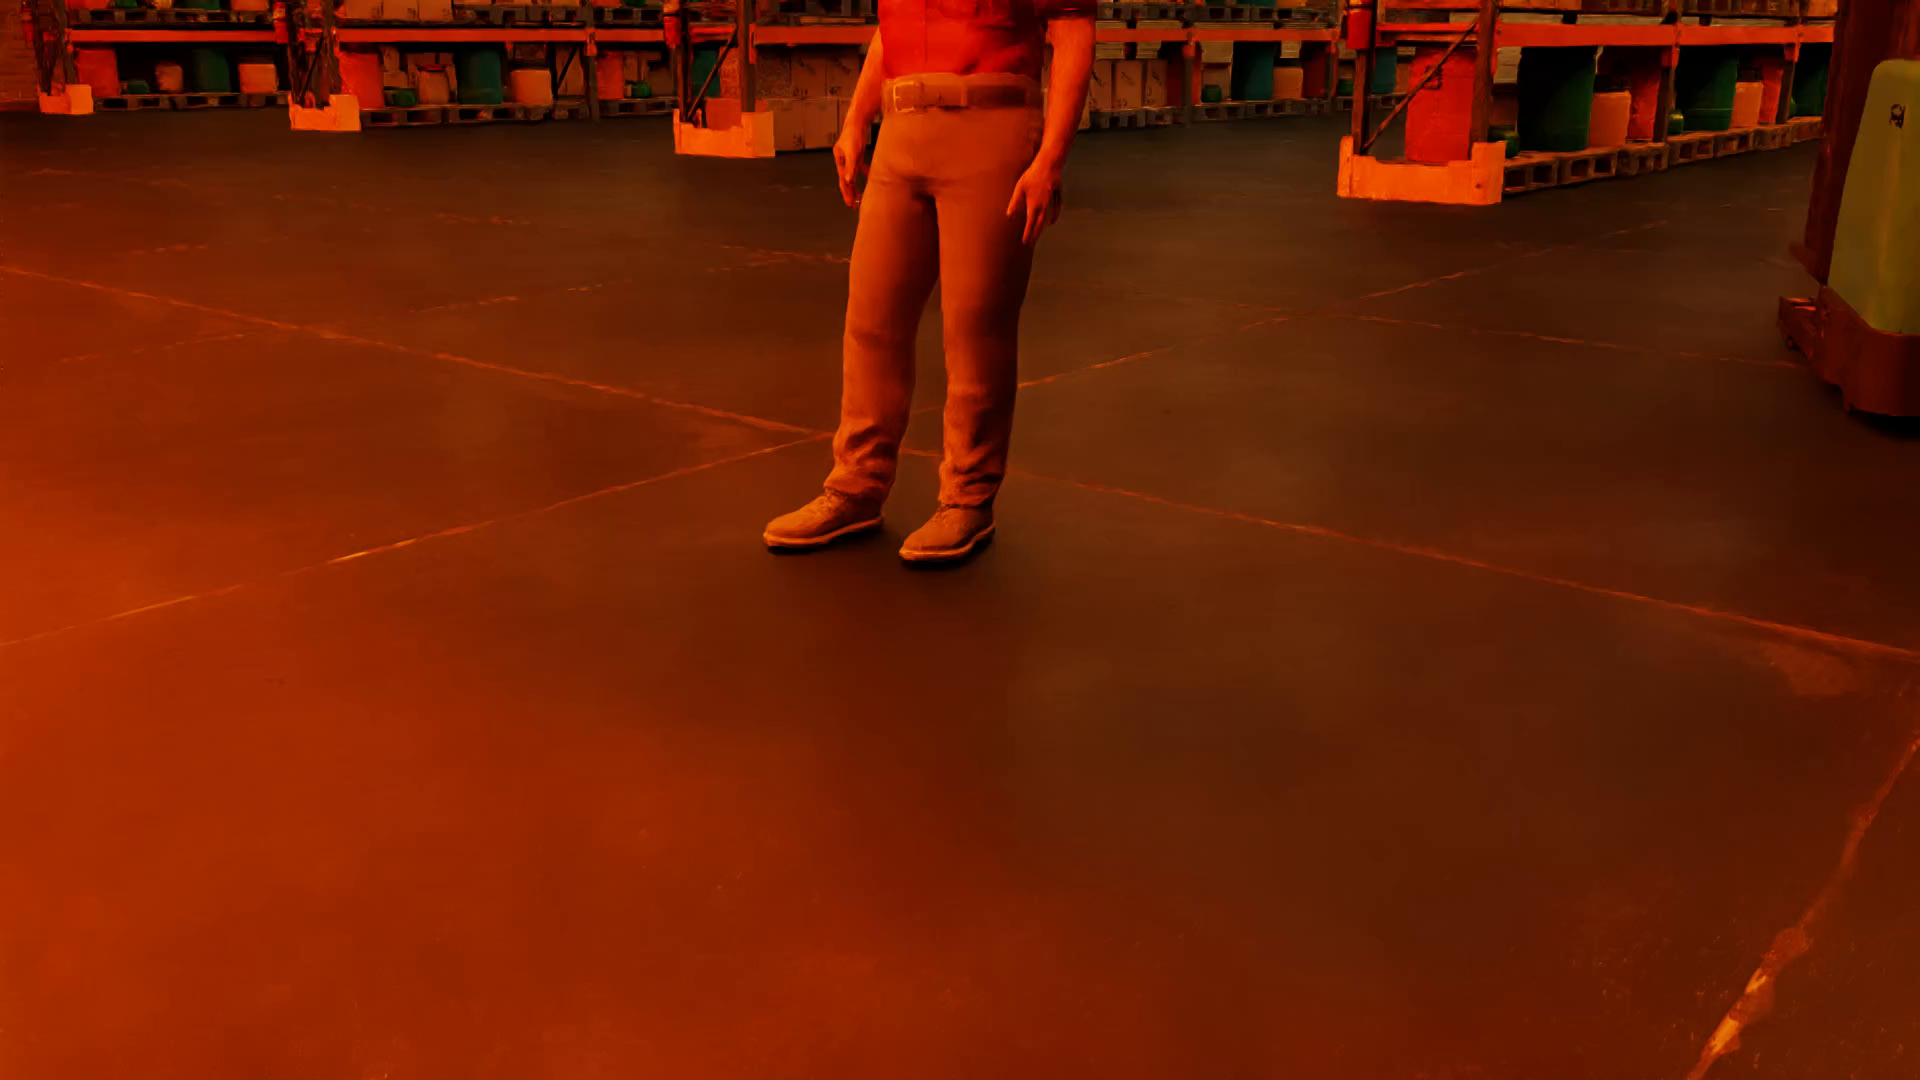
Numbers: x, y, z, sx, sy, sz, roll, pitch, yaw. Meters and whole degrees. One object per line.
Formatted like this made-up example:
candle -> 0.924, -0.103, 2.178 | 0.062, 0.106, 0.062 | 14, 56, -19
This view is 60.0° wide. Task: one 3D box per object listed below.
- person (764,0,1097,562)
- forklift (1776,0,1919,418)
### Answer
person -> -0.066, -0.816, 3.630 | 0.640, 1.726, 0.550 | 13, 21, 37
forklift -> 3.663, -2.071, 5.716 | 1.130, 2.935, 3.031 | 6, 18, 19
